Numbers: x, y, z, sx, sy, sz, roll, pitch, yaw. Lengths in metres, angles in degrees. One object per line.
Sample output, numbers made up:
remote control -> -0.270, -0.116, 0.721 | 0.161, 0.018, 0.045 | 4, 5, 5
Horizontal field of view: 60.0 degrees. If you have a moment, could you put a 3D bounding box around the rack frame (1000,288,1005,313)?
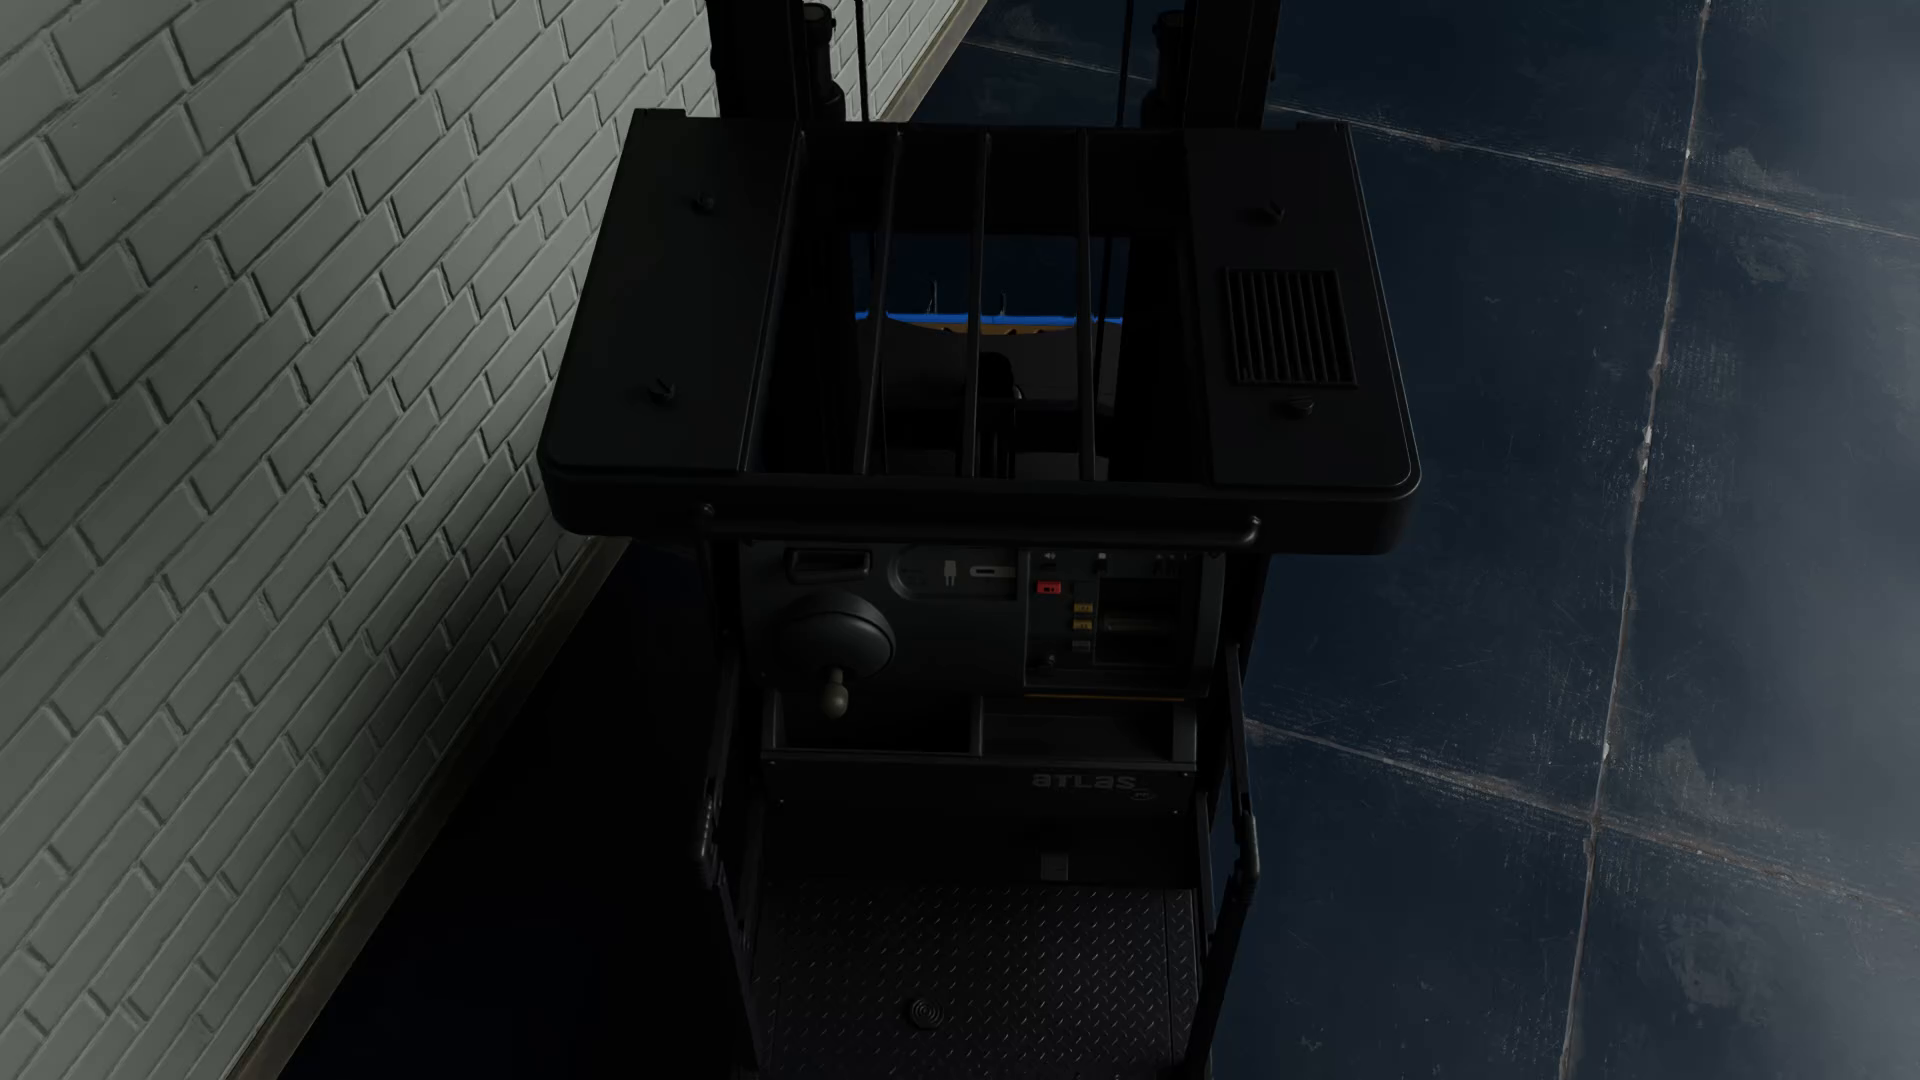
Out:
rack frame -> 0.093, -0.326, 4.937 | 0.006, 0.900, 0.240 | 11, 50, 9

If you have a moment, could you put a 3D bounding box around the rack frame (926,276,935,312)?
rack frame -> -0.104, -0.365, 4.971 | 0.006, 0.900, 0.240 | 11, 50, 9

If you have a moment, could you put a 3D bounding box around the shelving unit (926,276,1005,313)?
shelving unit -> -0.005, -0.346, 4.954 | 0.210, 0.900, 0.258 | 11, 50, 9

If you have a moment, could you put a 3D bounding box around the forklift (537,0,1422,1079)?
forklift -> 0.035, 0.262, 3.084 | 1.130, 2.935, 3.031 | 1, 49, 1
